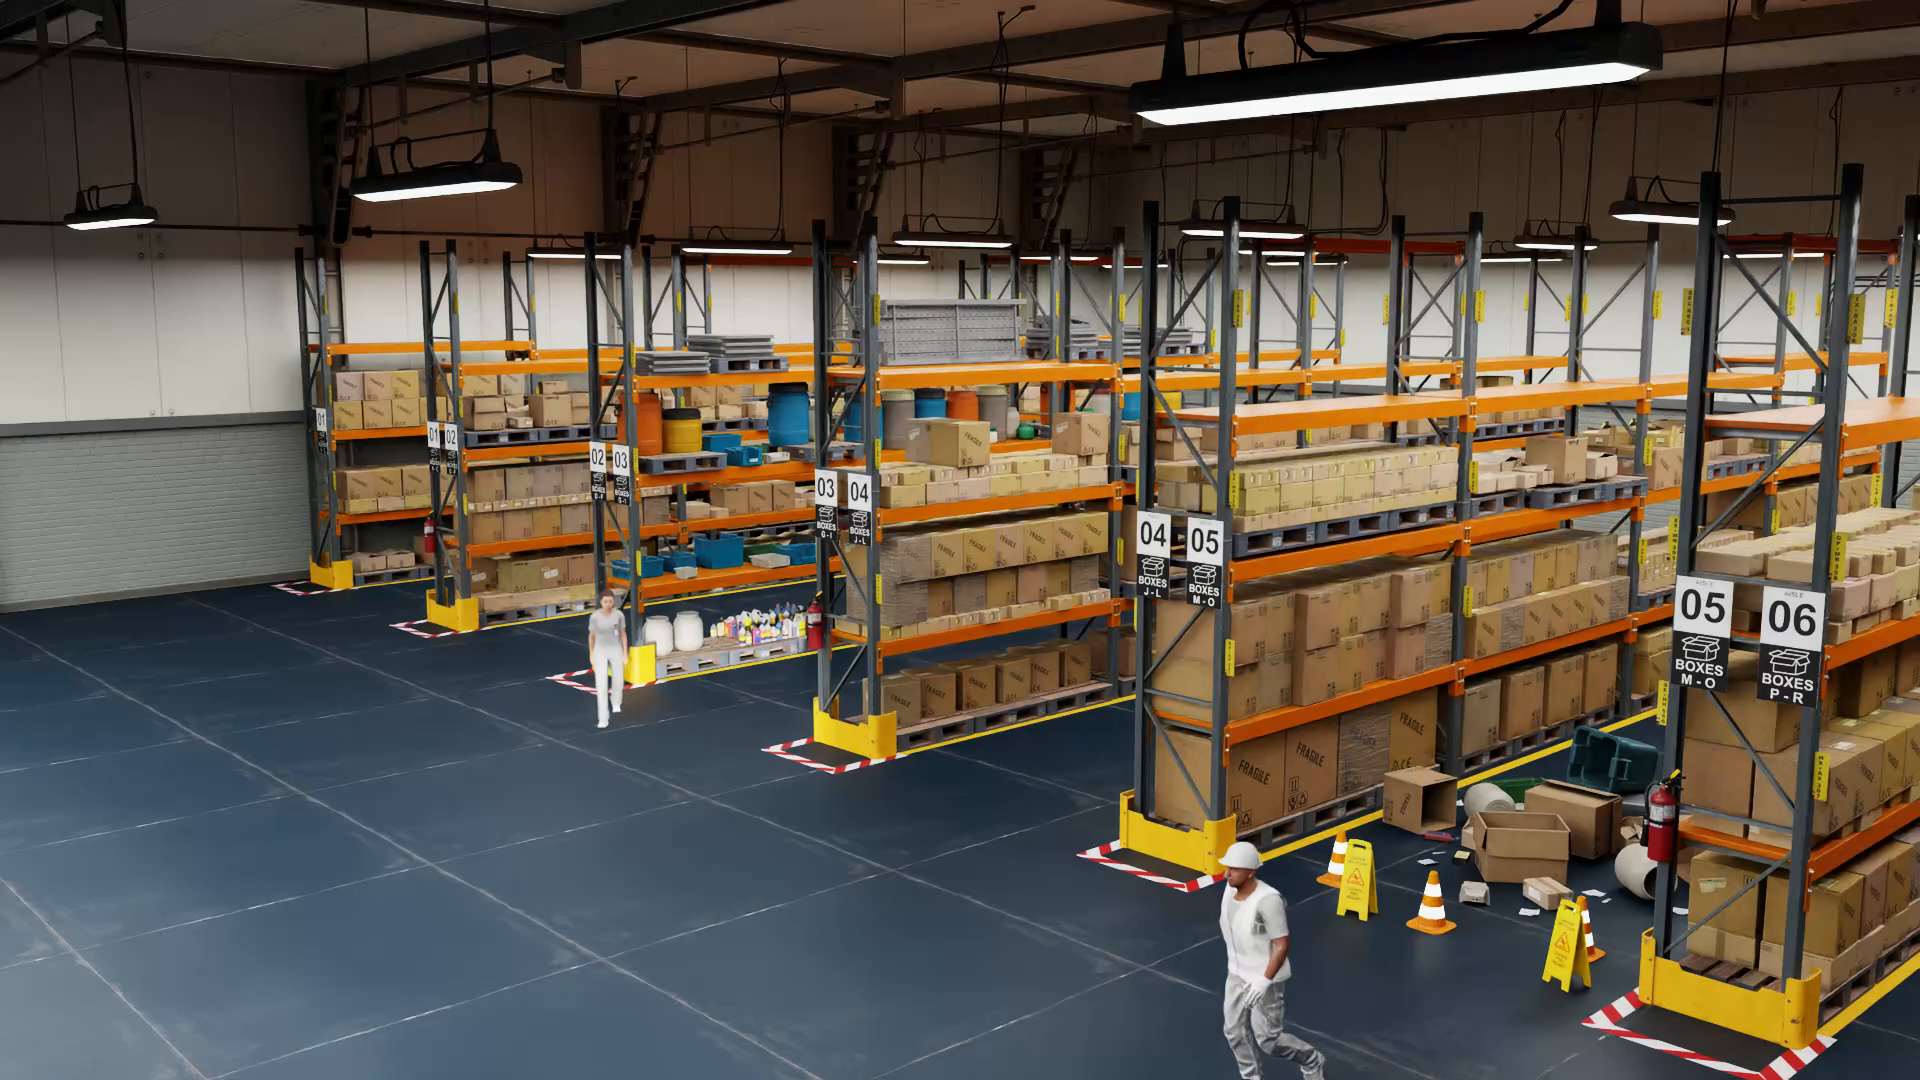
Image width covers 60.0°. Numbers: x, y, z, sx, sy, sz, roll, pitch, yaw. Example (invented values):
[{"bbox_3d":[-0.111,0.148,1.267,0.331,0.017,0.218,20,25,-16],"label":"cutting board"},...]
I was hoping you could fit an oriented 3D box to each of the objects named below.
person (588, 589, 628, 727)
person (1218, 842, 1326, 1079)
[{"bbox_3d":[-4.297,1.393,20.284,0.454,1.640,0.882,-4,9,-24],"label":"person"},{"bbox_3d":[1.979,2.760,10.640,0.731,1.754,0.617,-4,9,-26],"label":"person"}]
